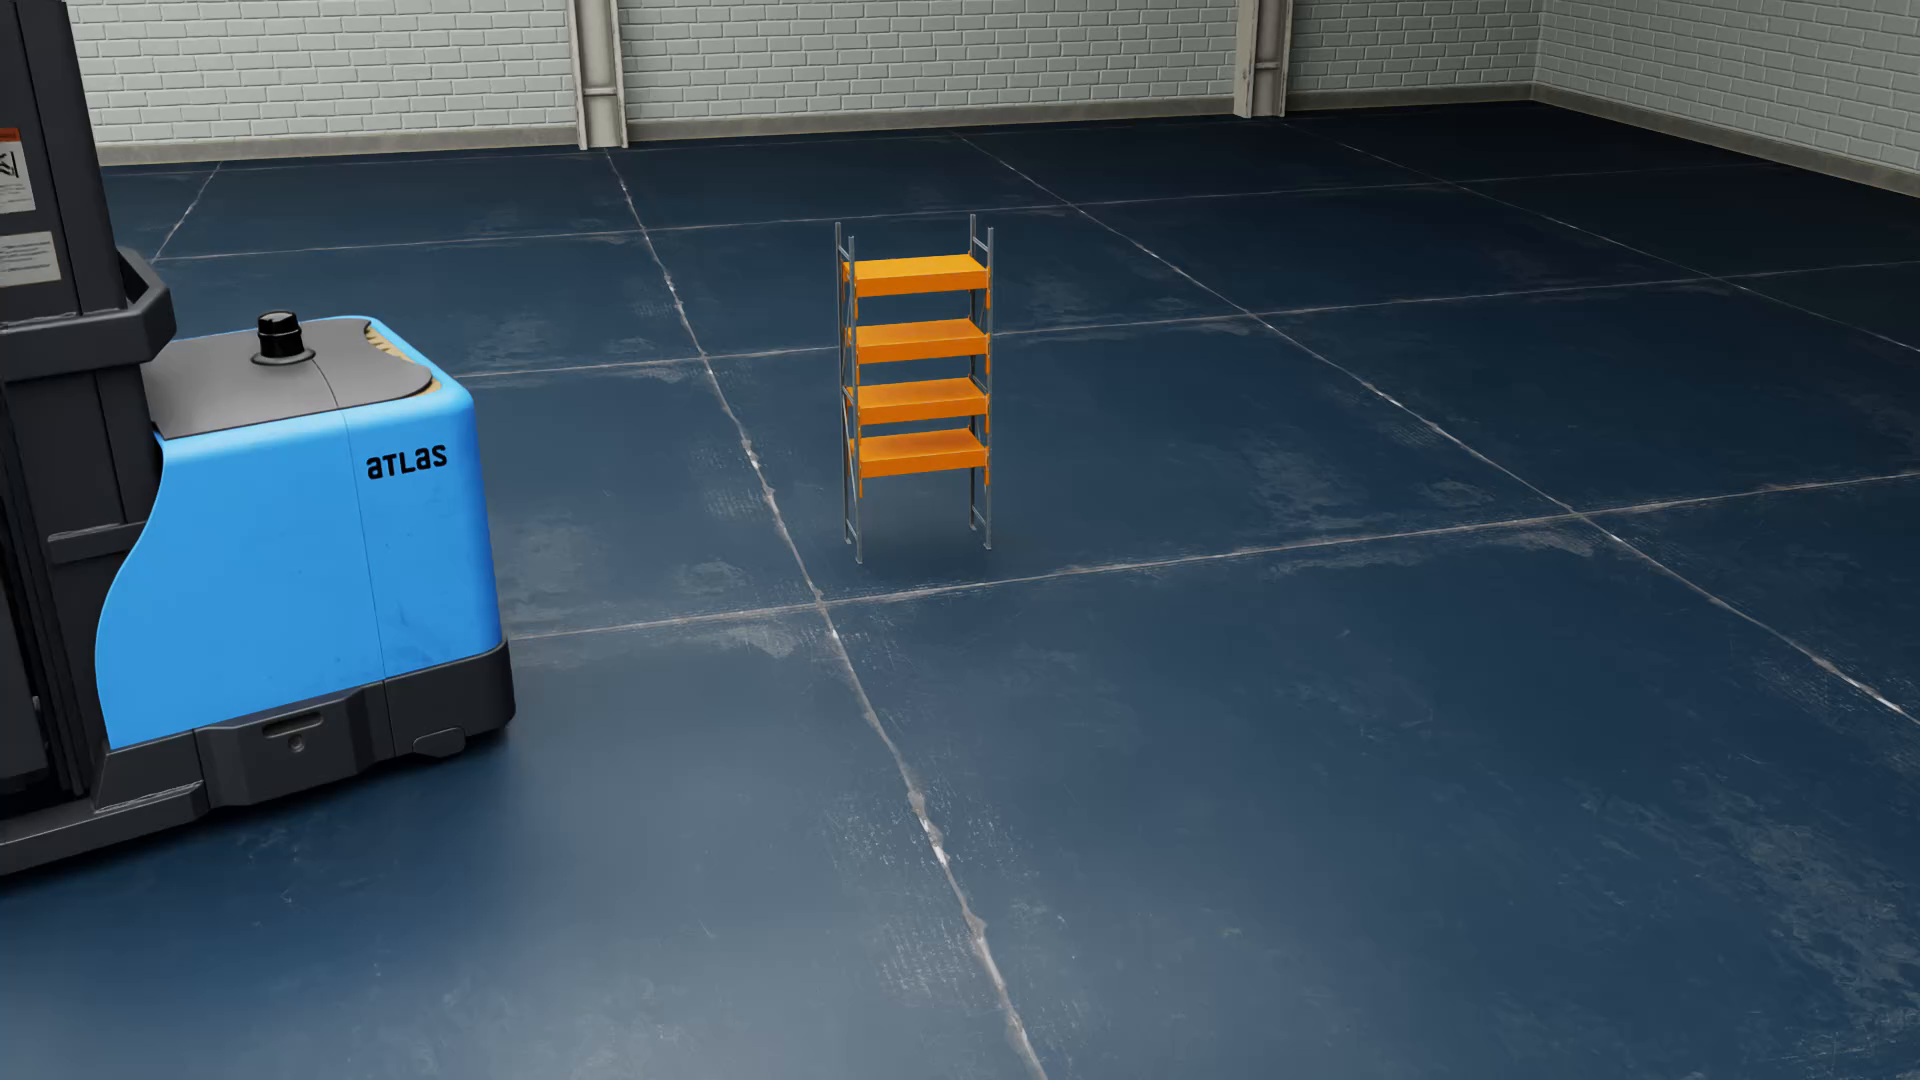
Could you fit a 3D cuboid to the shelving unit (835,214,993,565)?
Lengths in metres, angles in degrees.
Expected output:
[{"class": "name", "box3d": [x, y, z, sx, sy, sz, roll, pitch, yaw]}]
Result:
[{"class": "shelving unit", "box3d": [-0.159, -0.534, 5.972, 0.503, 1.200, 0.258, -6, 24, -14]}]

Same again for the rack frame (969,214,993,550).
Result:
[{"class": "rack frame", "box3d": [0.076, -0.560, 6.033, 0.015, 1.200, 0.240, -6, 24, -14]}]

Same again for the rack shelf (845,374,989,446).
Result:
[{"class": "rack shelf", "box3d": [-0.159, -0.472, 5.999, 0.480, 0.148, 0.258, -6, 24, -14]}]

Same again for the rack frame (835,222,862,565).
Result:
[{"class": "rack frame", "box3d": [-0.394, -0.508, 5.912, 0.015, 1.200, 0.240, -6, 24, -14]}]

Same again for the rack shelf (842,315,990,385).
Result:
[{"class": "rack shelf", "box3d": [-0.159, -0.677, 5.911, 0.480, 0.148, 0.258, -6, 24, -14]}]

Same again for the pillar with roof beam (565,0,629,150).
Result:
[{"class": "pillar with roof beam", "box3d": [-1.837, -5.819, 8.400, 0.400, 9.000, 9.100, -6, 24, -14]}]

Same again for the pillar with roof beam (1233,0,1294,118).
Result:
[{"class": "pillar with roof beam", "box3d": [3.940, -6.459, 9.890, 0.400, 9.000, 9.100, -6, 24, -14]}]

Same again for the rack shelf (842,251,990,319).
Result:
[{"class": "rack shelf", "box3d": [-0.159, -0.895, 5.817, 0.480, 0.148, 0.258, -6, 24, -14]}]

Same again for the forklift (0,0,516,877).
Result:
[{"class": "forklift", "box3d": [-2.813, -0.596, 3.922, 3.031, 2.935, 1.130, -15, 27, -31]}]

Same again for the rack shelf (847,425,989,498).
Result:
[{"class": "rack shelf", "box3d": [-0.159, -0.289, 6.077, 0.480, 0.148, 0.258, -6, 24, -14]}]
